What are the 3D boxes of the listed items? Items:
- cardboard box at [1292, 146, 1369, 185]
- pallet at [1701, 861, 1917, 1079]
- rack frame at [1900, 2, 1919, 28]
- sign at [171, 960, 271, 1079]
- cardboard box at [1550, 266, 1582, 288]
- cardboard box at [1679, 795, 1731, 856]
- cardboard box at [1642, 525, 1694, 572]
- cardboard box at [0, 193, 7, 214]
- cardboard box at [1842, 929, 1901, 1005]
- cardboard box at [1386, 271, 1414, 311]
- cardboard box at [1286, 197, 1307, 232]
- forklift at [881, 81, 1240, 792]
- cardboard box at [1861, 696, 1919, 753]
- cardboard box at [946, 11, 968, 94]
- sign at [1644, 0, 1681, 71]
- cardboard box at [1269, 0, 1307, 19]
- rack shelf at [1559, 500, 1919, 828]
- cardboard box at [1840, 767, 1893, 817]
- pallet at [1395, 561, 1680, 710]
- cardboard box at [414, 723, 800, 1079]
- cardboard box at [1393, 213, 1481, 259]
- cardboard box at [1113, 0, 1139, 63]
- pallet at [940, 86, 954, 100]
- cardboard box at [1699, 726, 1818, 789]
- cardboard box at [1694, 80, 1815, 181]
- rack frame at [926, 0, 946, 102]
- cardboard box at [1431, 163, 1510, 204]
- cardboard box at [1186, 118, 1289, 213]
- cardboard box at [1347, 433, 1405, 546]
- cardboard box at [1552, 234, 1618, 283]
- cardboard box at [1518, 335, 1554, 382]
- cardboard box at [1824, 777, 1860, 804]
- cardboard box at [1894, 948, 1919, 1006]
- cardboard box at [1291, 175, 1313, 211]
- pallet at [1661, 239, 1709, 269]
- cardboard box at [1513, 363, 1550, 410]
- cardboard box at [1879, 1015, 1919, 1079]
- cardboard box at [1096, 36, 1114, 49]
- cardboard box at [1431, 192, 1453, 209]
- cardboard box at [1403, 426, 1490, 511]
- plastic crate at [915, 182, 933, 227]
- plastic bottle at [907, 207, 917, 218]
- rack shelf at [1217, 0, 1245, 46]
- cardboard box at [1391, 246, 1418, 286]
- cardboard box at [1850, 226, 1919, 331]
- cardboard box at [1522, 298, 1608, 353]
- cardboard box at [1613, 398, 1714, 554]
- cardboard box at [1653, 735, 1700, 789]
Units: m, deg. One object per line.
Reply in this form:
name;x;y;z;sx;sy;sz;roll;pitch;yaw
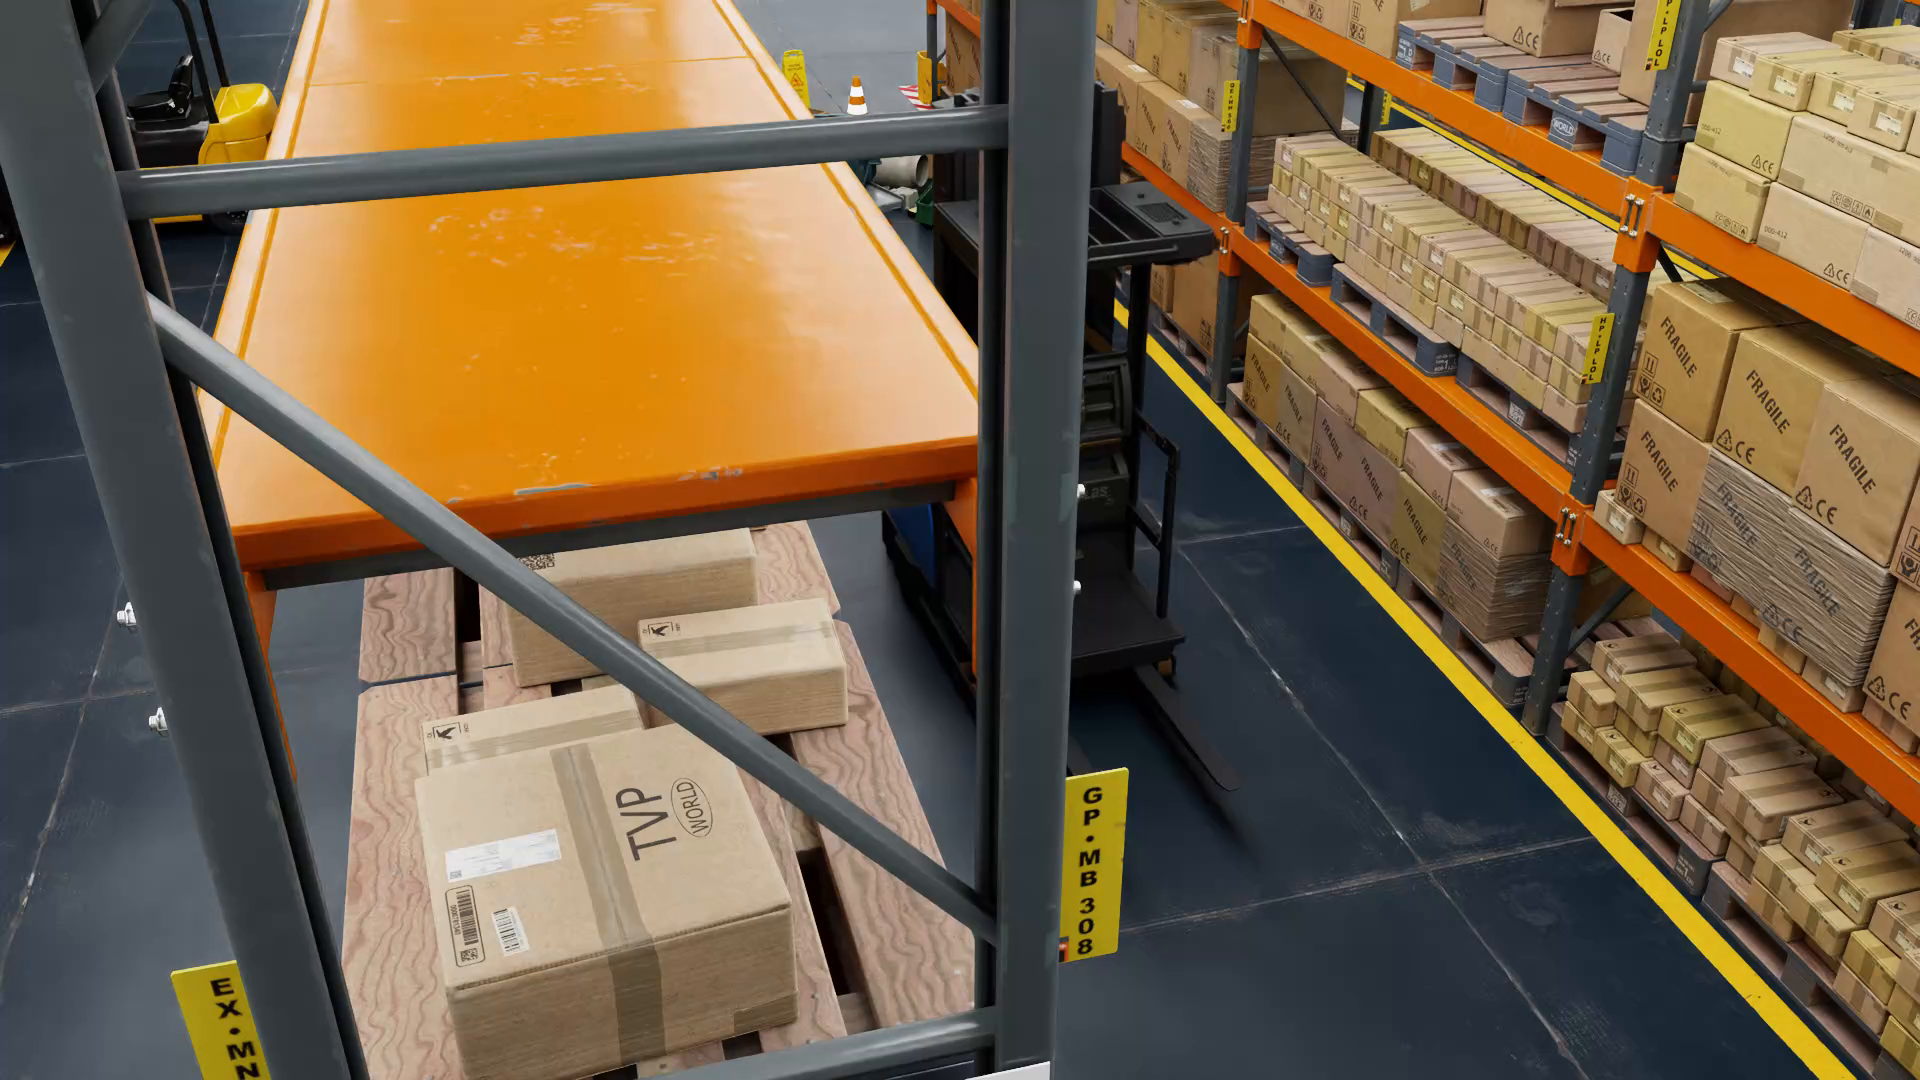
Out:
cardboard box;2.269;-2.293;10.185;0.380;0.149;0.250;-9;31;-15
pallet;3.861;1.708;6.819;1.003;0.211;1.213;-8;31;-13
rack frame;7.069;-2.951;12.085;1.000;3.000;0.127;-8;31;-13
sign;-0.889;0.649;2.067;0.100;0.325;0.005;-8;31;-13
cardboard box;3.377;-1.367;8.883;0.380;0.149;0.250;-7;31;-11
cardboard box;3.410;1.220;7.306;0.380;0.149;0.250;-8;31;-14
cardboard box;3.221;-0.005;7.246;0.380;0.149;0.250;-7;31;-12
cardboard box;-8.558;-2.910;14.340;0.500;0.250;0.500;-7;31;-12
cardboard box;3.628;1.604;6.345;0.380;0.149;0.250;-6;31;-11
cardboard box;2.605;-1.405;9.245;0.380;0.149;0.250;-9;31;-15
cardboard box;2.255;-2.041;10.345;0.380;0.149;0.250;-6;31;-11
forklift;0.485;-0.611;8.111;1.130;2.935;3.031;-9;31;-16
cardboard box;3.593;0.633;6.143;0.380;0.149;0.250;-7;31;-11
cardboard box;0.380;-5.148;17.582;0.875;0.875;0.875;-8;31;-13
sign;2.787;-2.026;6.583;0.100;0.325;0.005;-8;31;-13
cardboard box;2.155;-3.371;9.716;0.500;0.500;0.500;-8;31;-13
rack shelf;3.852;0.869;6.204;1.077;0.370;4.000;-8;31;-13
cardboard box;4.000;1.015;7.066;0.380;0.149;0.250;-9;31;-16
pallet;3.113;0.422;9.041;1.003;0.211;1.213;-8;31;-13
cardboard box;-0.569;0.567;2.644;0.500;0.250;0.500;-11;32;-18
cardboard box;2.609;-1.666;9.104;0.380;0.149;0.250;-8;31;-14
cardboard box;1.608;-4.017;12.829;0.700;0.500;0.500;-8;31;-13
pallet;0.424;-4.622;17.755;1.003;0.211;1.213;-8;31;-13
cardboard box;3.435;0.959;7.162;0.380;0.149;0.250;-9;31;-15
cardboard box;3.218;-1.594;6.397;0.500;0.250;0.500;-7;31;-12
rack frame;0.136;-6.204;17.706;1.000;3.000;0.127;-8;31;-13
cardboard box;3.040;-2.119;9.885;0.380;0.149;0.250;-7;31;-12
cardboard box;1.881;-2.566;11.320;0.500;0.500;0.500;-8;31;-13
cardboard box;2.614;-0.329;9.631;0.500;0.500;0.500;-9;31;-14
cardboard box;3.382;-1.493;8.804;0.380;0.149;0.250;-8;31;-14
cardboard box;2.954;-0.903;8.082;0.380;0.149;0.250;-8;31;-13
cardboard box;3.942;1.135;7.155;0.380;0.149;0.250;-7;31;-12
cardboard box;3.663;1.603;6.050;0.380;0.149;0.250;-7;31;-11
cardboard box;2.268;-2.151;10.238;0.380;0.149;0.250;-6;31;-11
pallet;6.542;-2.710;14.453;1.003;0.211;1.213;-8;31;-13
cardboard box;2.955;-0.773;8.153;0.380;0.149;0.250;-8;31;-13
cardboard box;3.683;1.867;6.188;0.380;0.149;0.250;-9;31;-15
cardboard box;1.213;-3.782;13.421;0.500;0.500;0.500;-8;31;-13
cardboard box;3.041;-1.988;9.956;0.380;0.149;0.250;-8;31;-13
cardboard box;2.756;-0.409;9.021;0.500;0.250;0.500;-6;31;-11
plastic crate;-0.111;-2.990;14.902;0.450;0.188;0.662;16;32;7
plastic bottle;-0.330;-2.933;14.988;0.283;0.061;0.133;26;39;37
rack shelf;1.729;-4.293;12.128;1.077;0.370;4.000;-8;31;-13
cardboard box;2.613;-1.531;9.166;0.380;0.149;0.250;-7;31;-11
cardboard box;3.451;-0.888;5.677;0.500;0.250;0.500;-7;31;-11
cardboard box;2.954;-1.037;8.016;0.380;0.149;0.250;-9;31;-15
cardboard box;3.210;-0.308;7.122;0.500;0.500;0.500;-8;31;-14
cardboard box;3.362;0.956;7.466;0.380;0.149;0.250;-8;31;-14
